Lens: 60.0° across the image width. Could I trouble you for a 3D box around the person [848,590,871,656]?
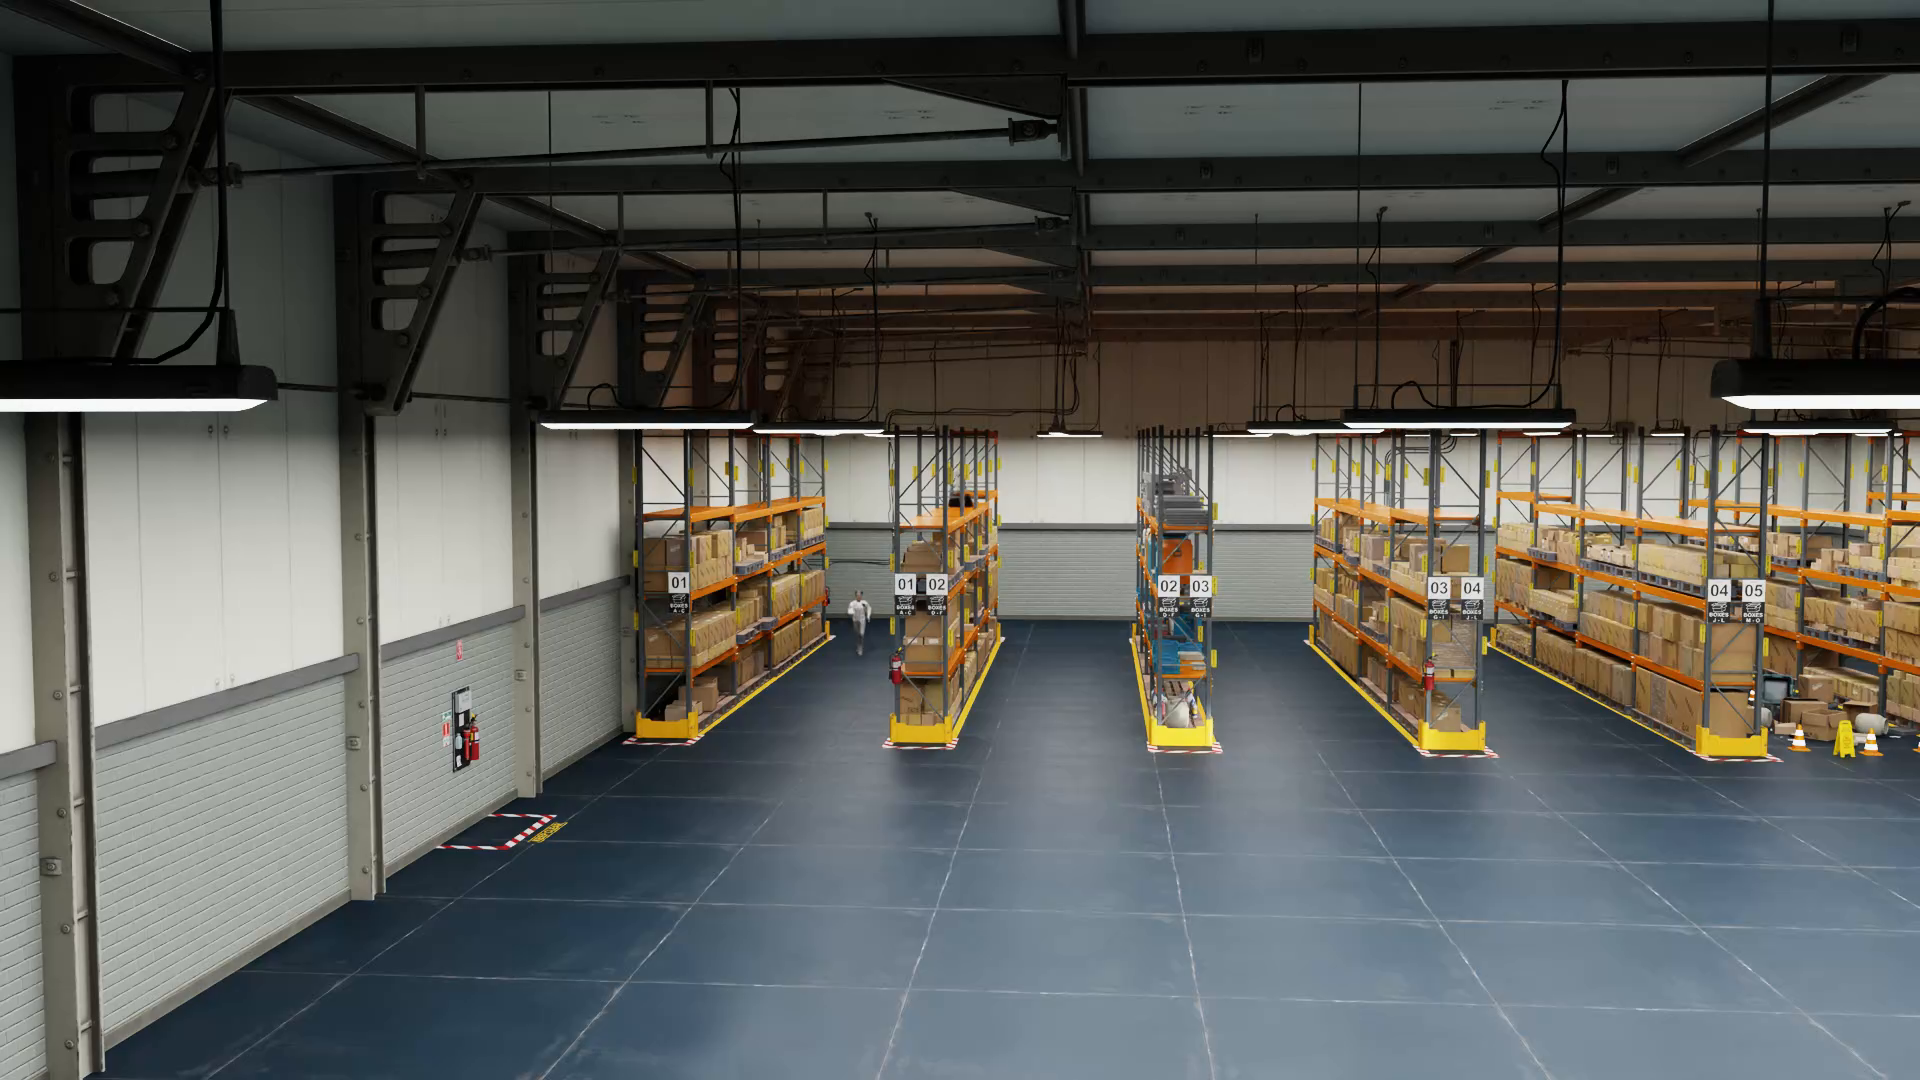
[{"bbox_3d":[-2.696,2.202,44.417,0.568,1.741,0.845,0,3,3],"label":"person"}]
